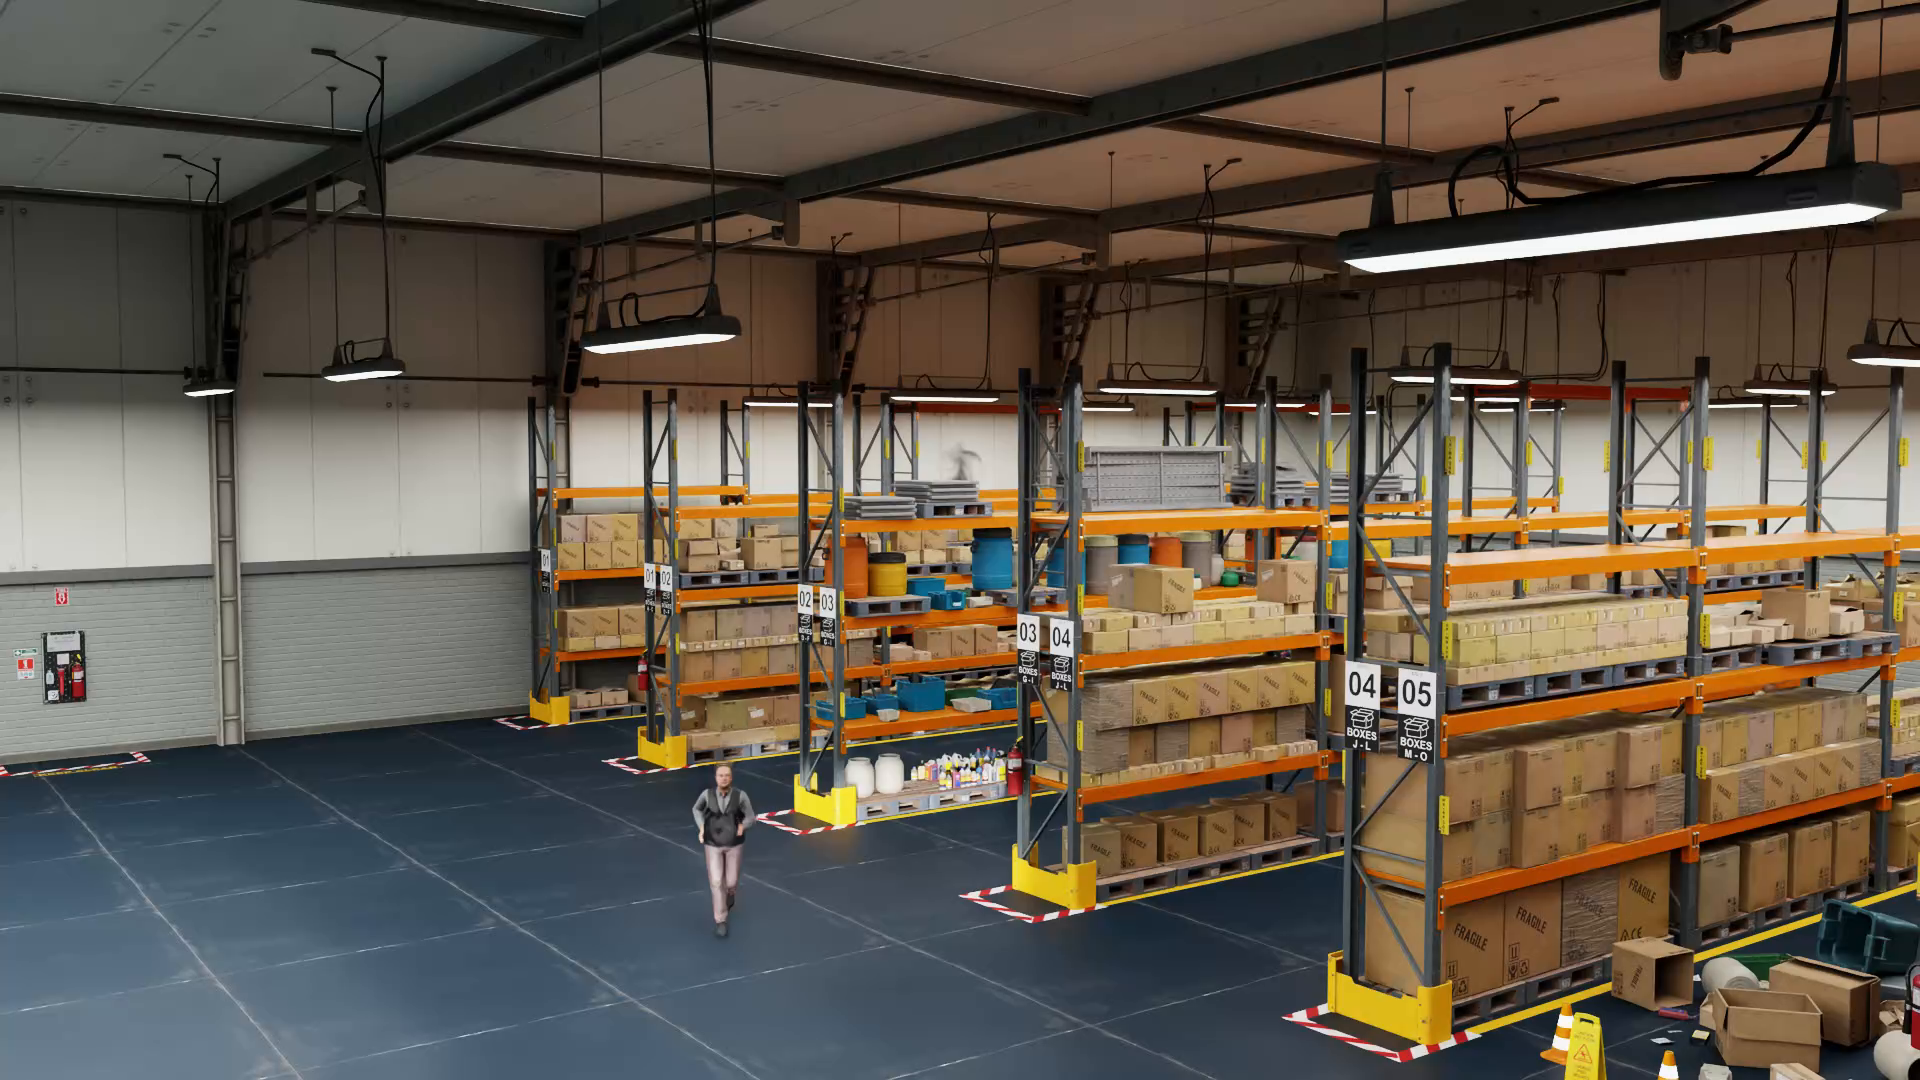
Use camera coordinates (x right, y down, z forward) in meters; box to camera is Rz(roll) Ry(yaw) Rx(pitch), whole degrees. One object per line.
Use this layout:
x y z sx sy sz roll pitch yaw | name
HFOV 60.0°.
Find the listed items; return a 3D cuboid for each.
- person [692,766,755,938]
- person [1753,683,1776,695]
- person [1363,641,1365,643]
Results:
-2.513 3.263 17.715 0.663 1.727 0.928 -1 3 -9 | person
11.758 2.855 24.264 0.631 1.852 0.775 3 5 44 | person
8.258 2.402 33.923 0.573 1.555 0.646 3 5 44 | person
